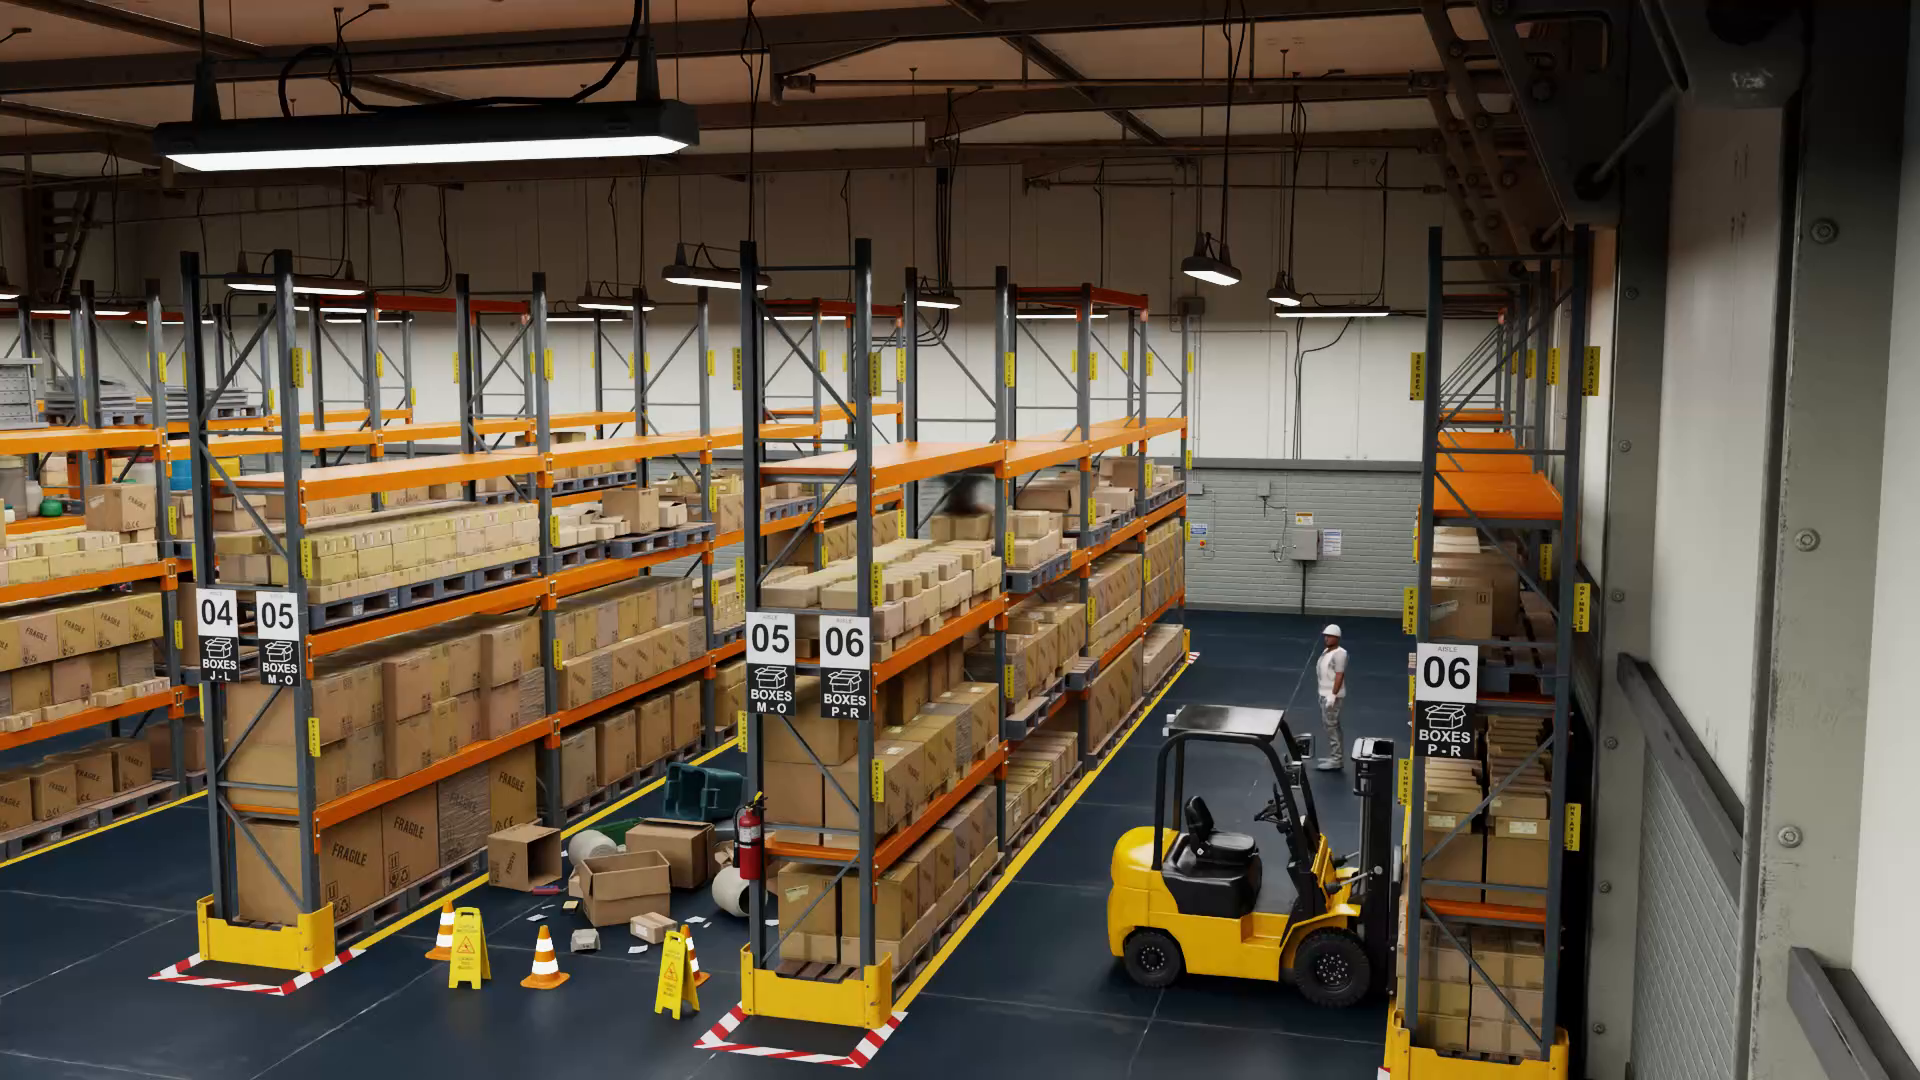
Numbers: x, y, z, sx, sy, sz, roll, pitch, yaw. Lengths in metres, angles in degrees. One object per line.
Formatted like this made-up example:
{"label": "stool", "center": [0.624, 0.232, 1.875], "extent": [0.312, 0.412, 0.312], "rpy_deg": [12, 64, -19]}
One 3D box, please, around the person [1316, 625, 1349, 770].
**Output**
{"label": "person", "center": [4.642, 1.949, 20.766], "extent": [0.384, 1.782, 0.599], "rpy_deg": [1, 6, 9]}
